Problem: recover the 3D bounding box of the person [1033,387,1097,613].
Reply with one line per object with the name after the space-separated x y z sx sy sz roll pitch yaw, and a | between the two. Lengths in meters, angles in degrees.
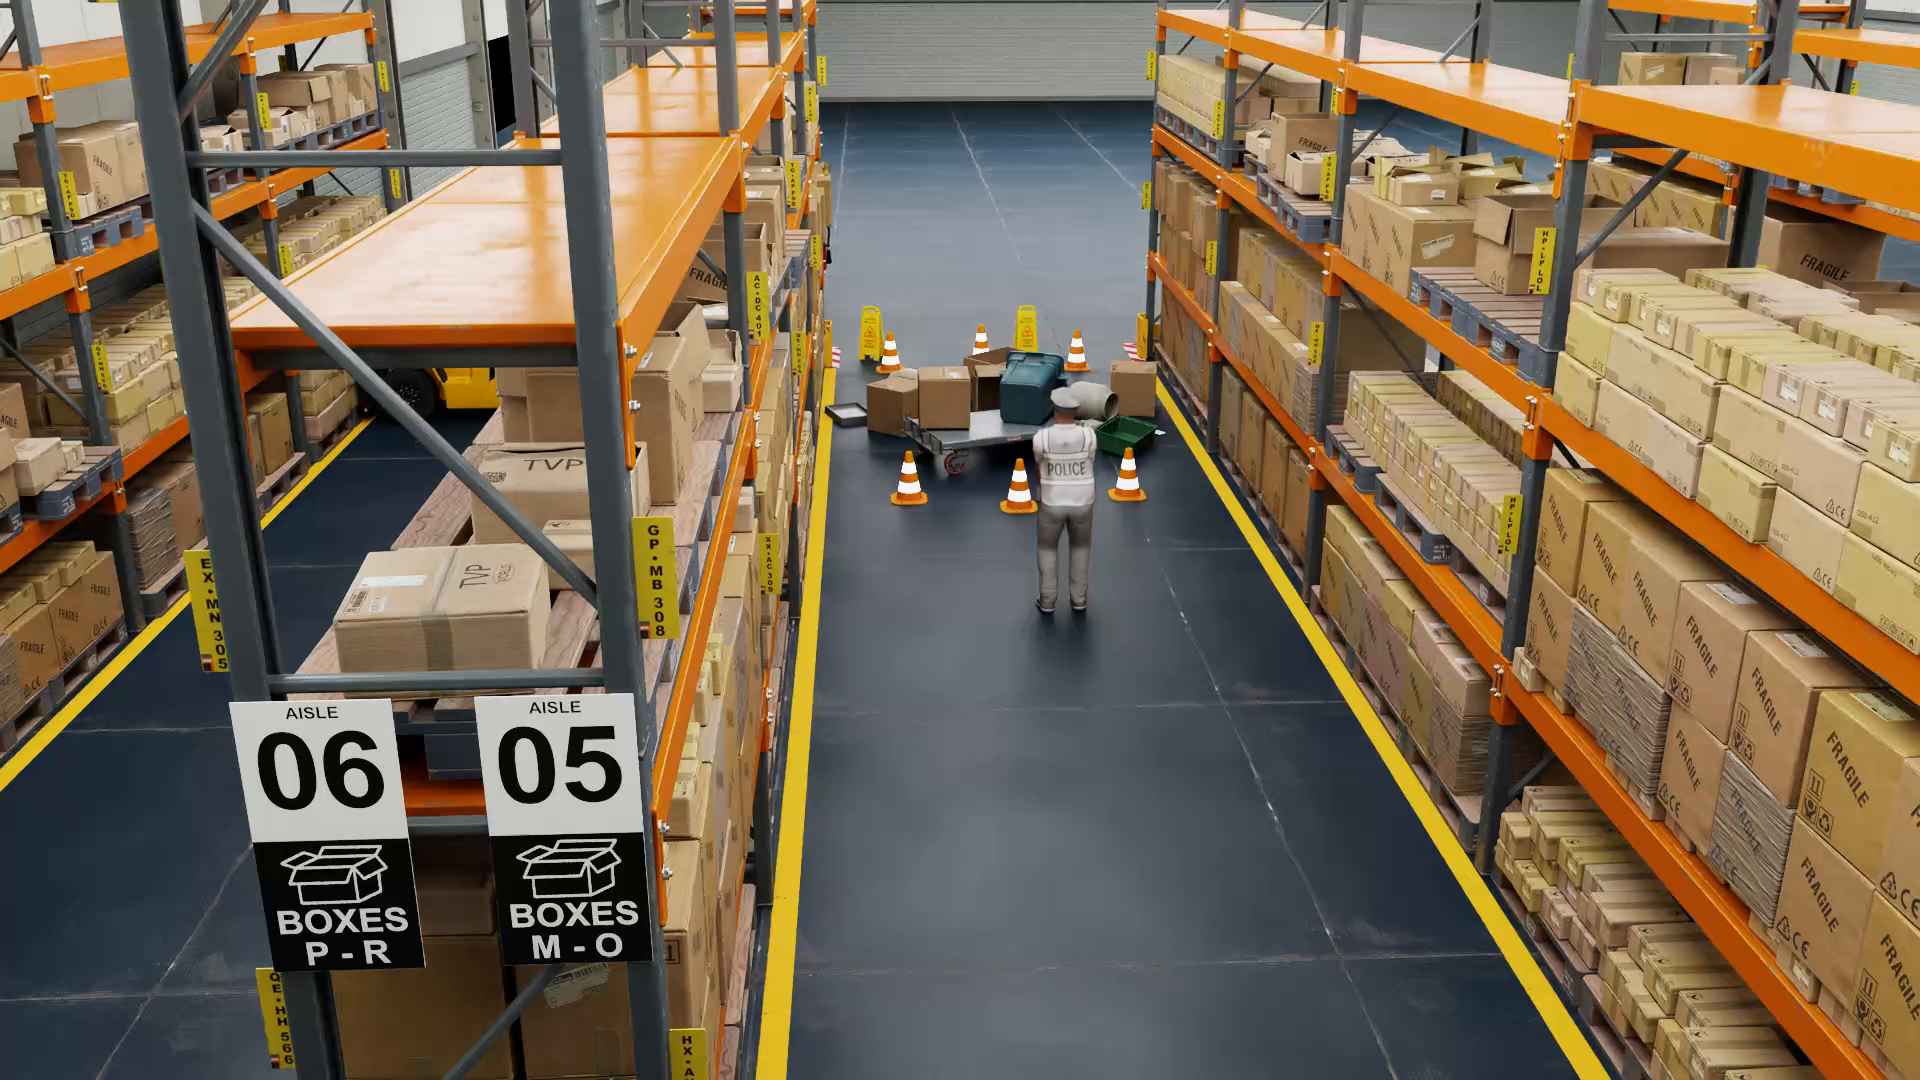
0.786 -0.320 12.770 0.490 1.772 0.564 -1 20 -4 | person
